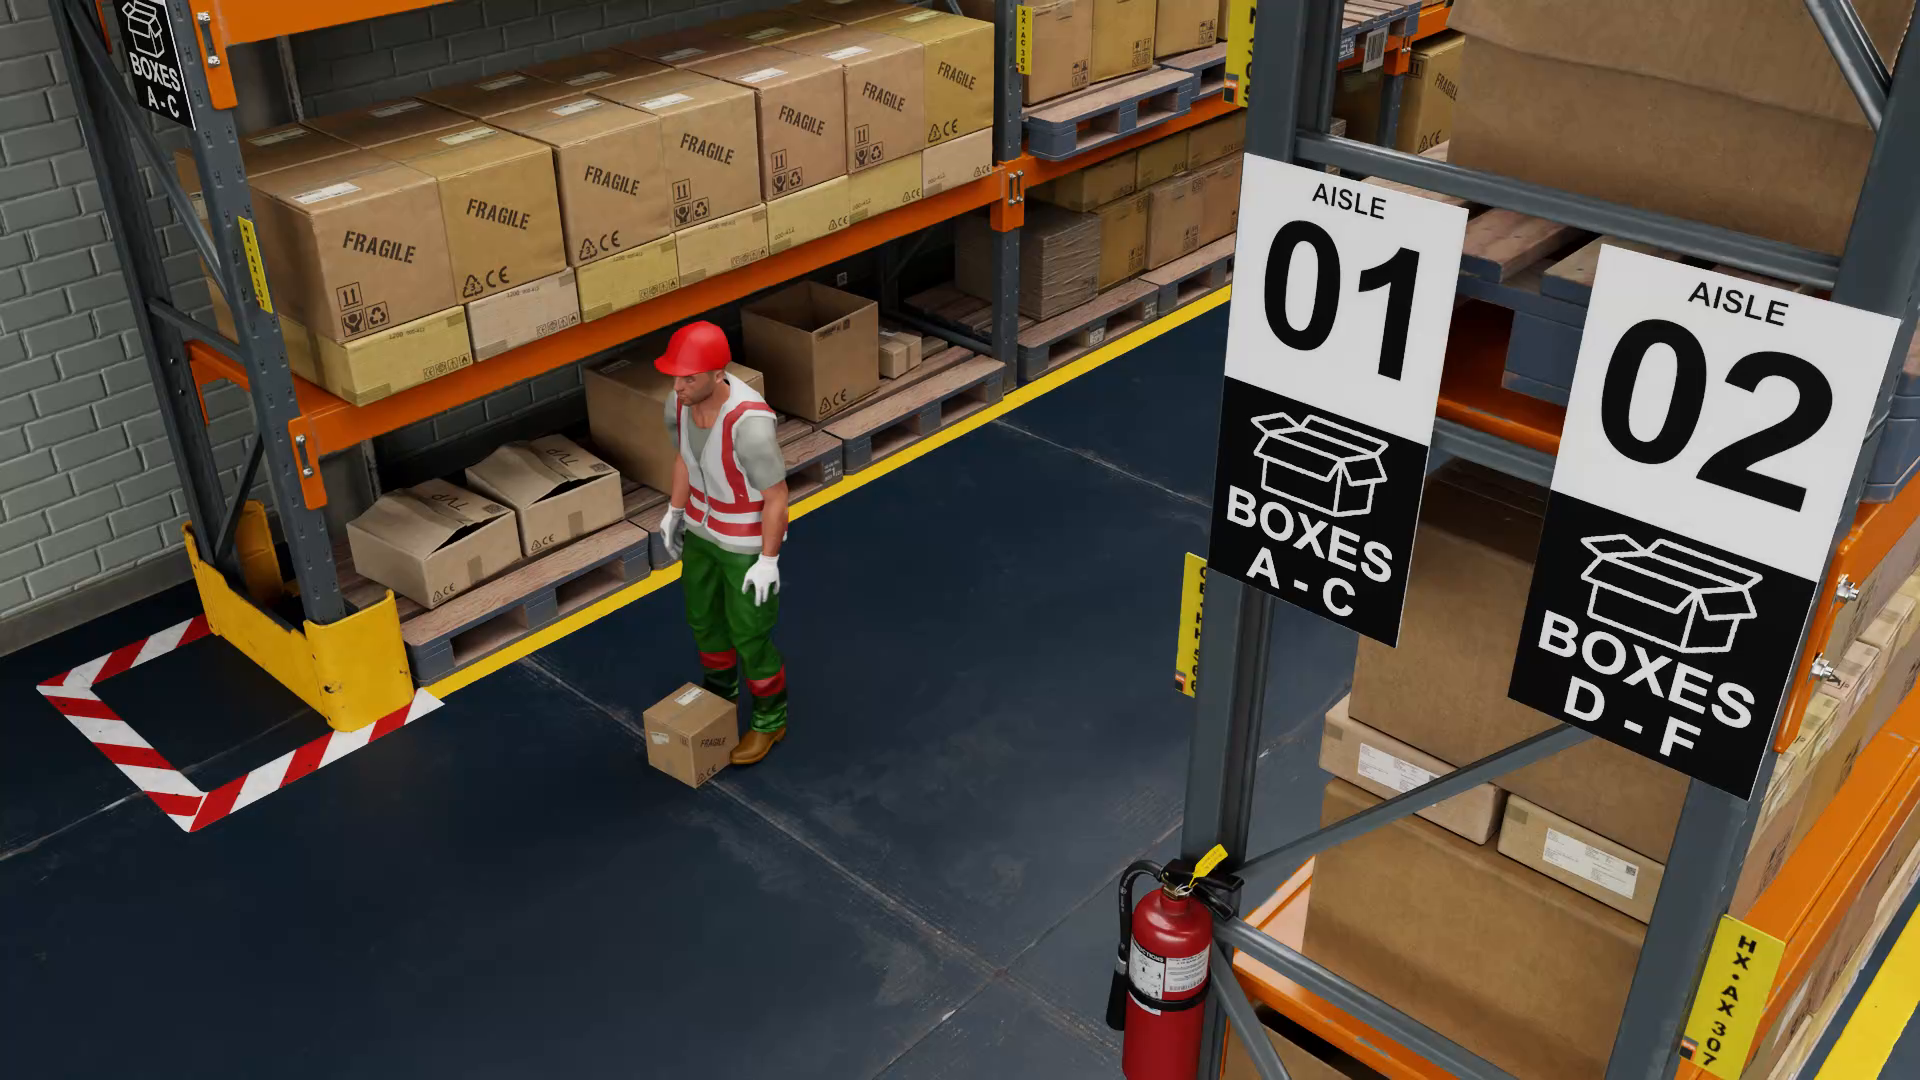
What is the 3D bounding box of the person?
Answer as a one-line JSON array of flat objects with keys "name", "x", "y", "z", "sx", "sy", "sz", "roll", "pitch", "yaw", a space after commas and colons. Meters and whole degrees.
[{"name": "person", "x": -0.868, "y": 0.005, "z": 6.112, "sx": 0.608, "sy": 1.777, "sz": 0.448, "roll": 25, "pitch": 39, "yaw": 35}]
